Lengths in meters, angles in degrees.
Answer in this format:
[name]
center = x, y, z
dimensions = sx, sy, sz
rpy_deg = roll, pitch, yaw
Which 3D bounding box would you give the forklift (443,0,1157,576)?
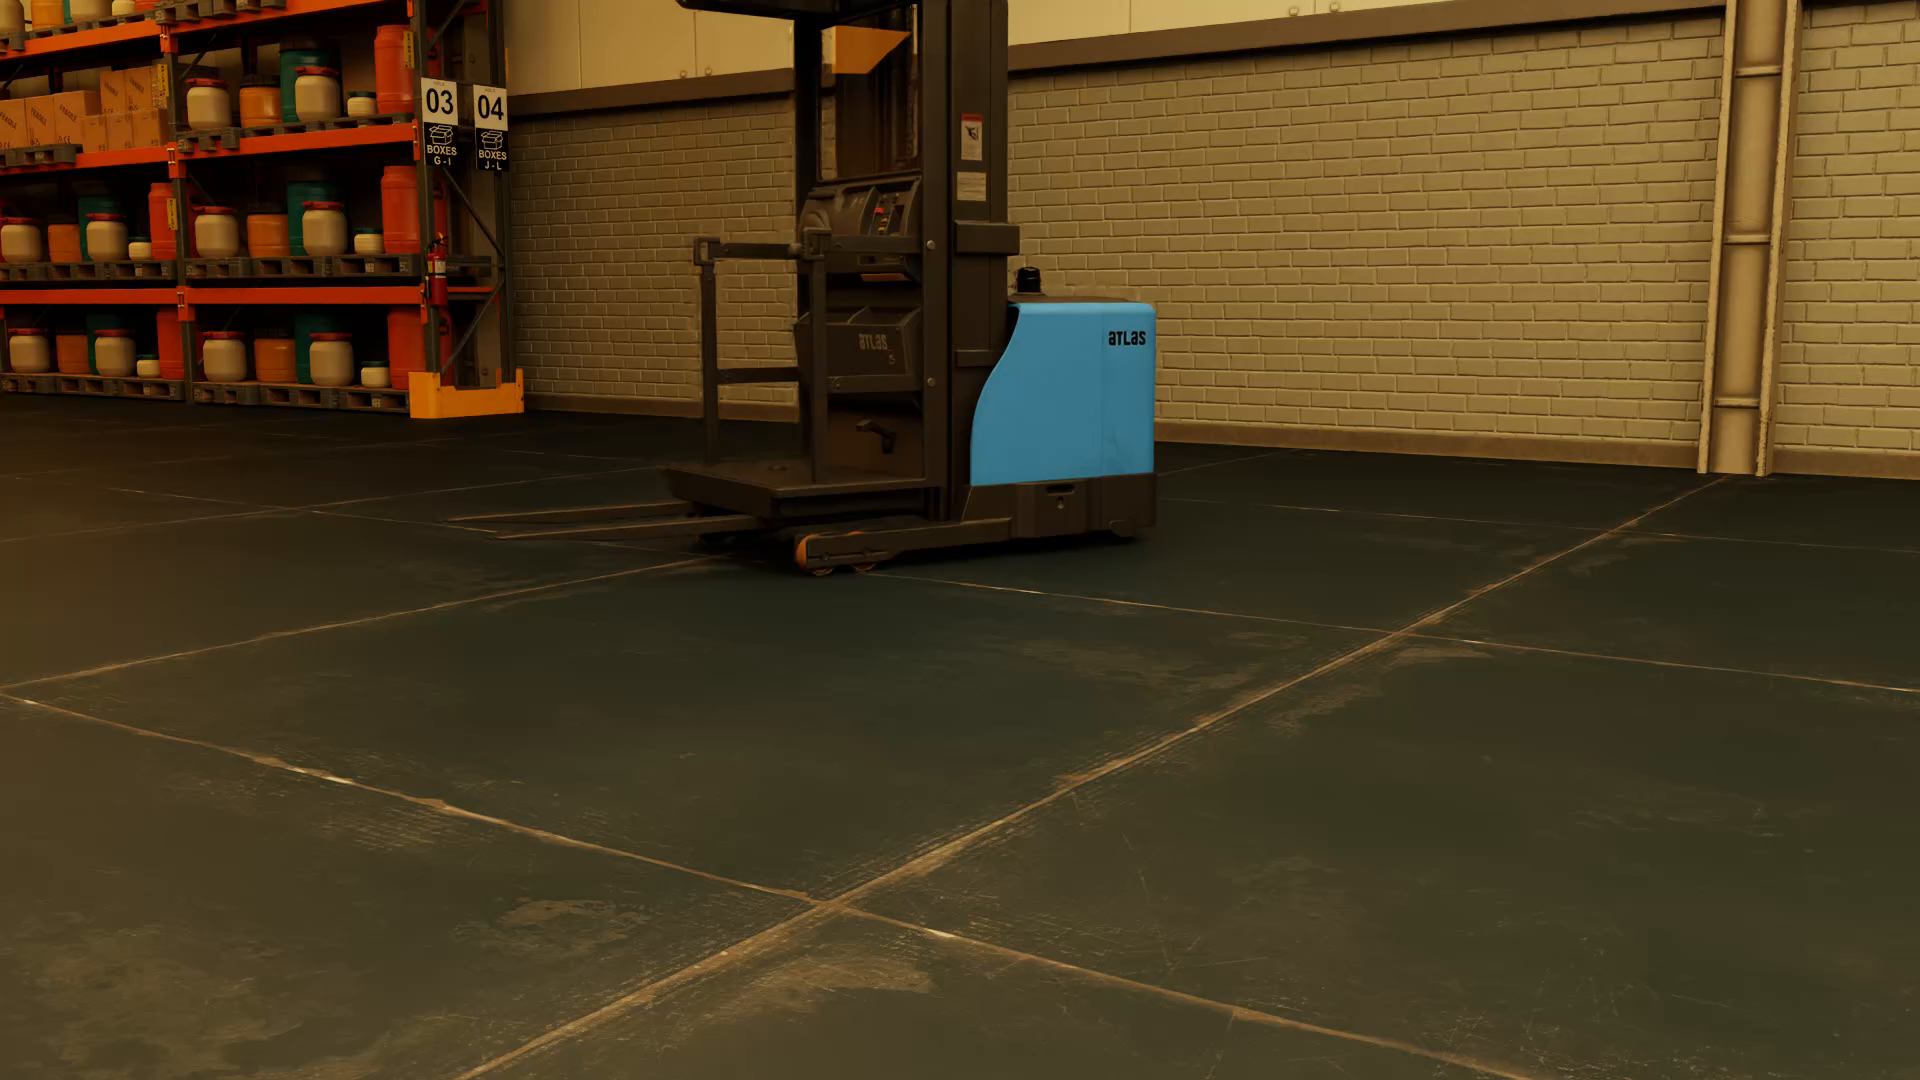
[forklift]
center = -0.611, -1.394, 6.992
dimensions = 3.031, 2.935, 1.130
rpy_deg = -5, 10, -33
